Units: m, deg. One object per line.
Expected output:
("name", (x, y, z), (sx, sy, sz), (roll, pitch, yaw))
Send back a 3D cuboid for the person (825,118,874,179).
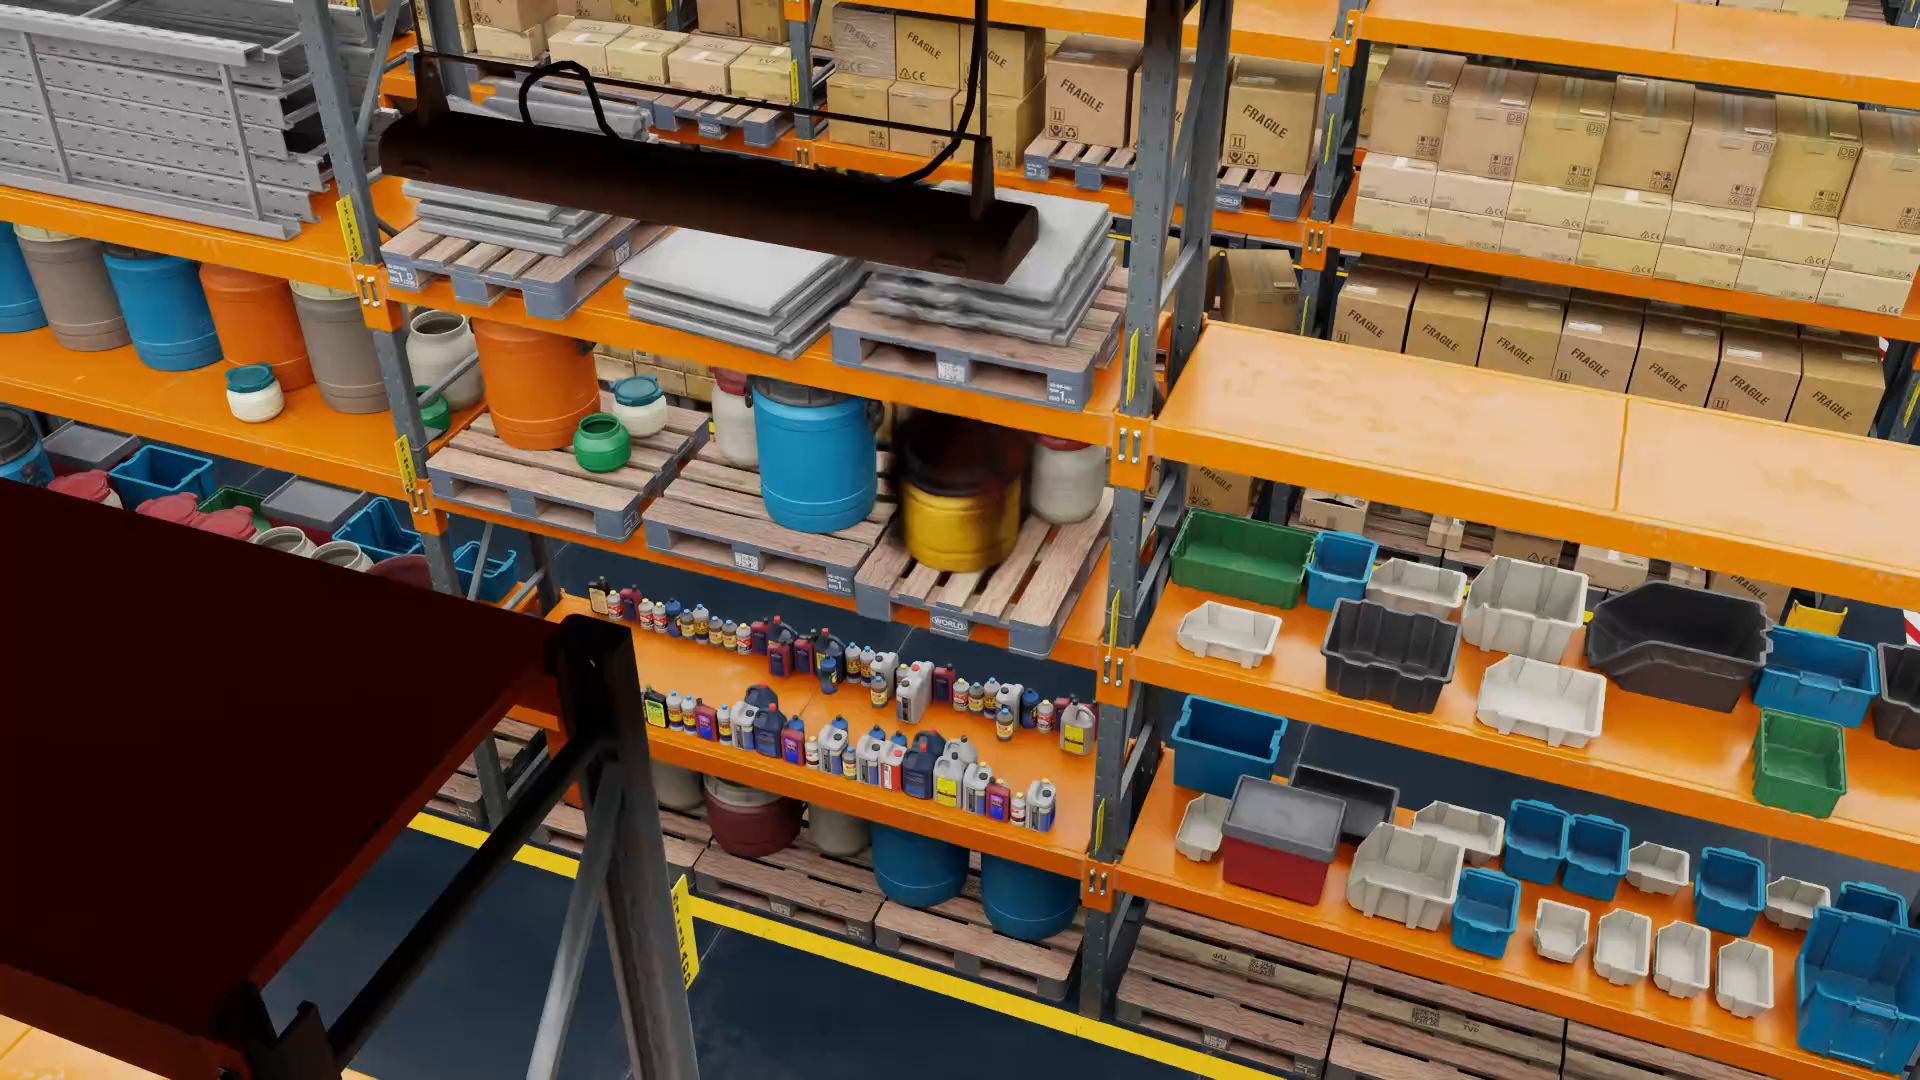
("person", (-0.964, -3.537, 16.738), (0.851, 1.722, 0.695), (-2, 37, -2))
